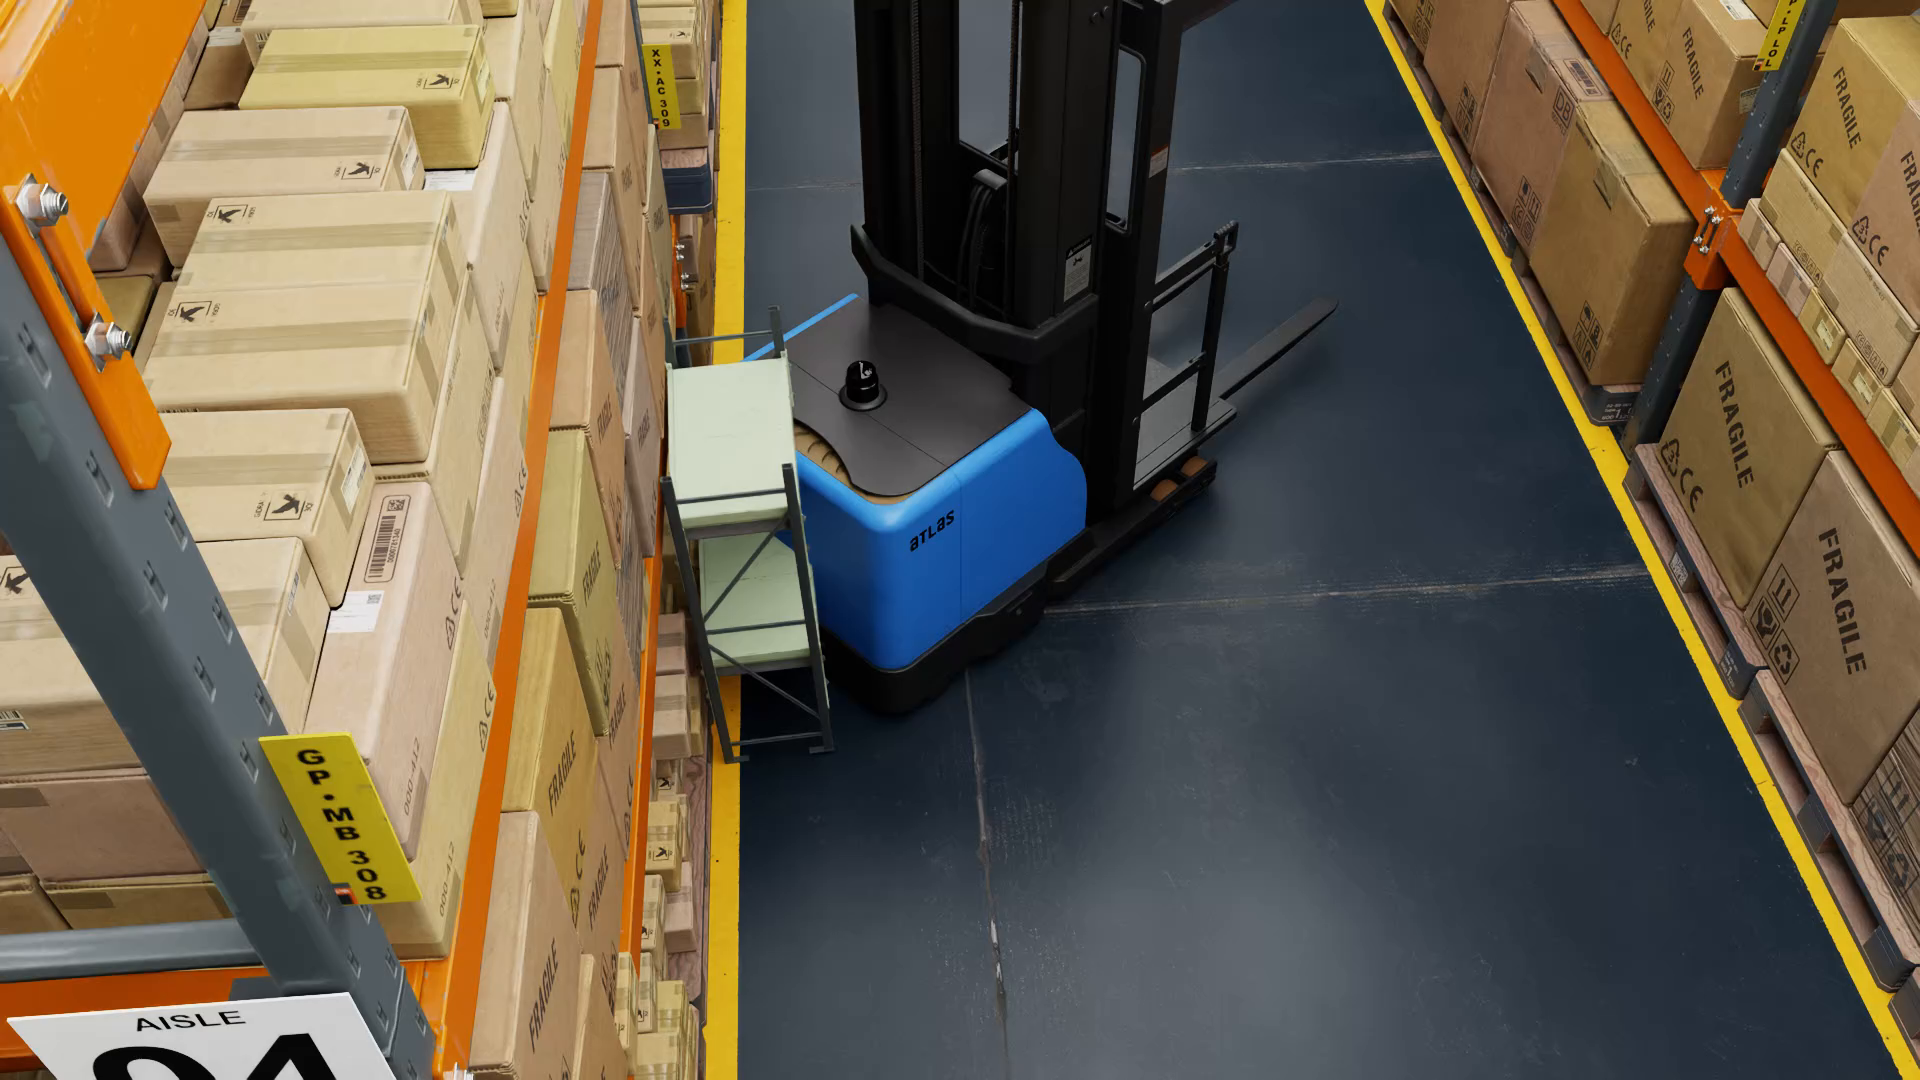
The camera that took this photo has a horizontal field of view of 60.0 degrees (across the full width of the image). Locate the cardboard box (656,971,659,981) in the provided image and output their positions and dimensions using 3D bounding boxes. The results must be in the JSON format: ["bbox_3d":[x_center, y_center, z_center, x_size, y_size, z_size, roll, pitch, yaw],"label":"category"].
[{"bbox_3d":[-1.122,1.269,5.088,0.380,0.149,0.250,-6,47,-5],"label":"cardboard box"}]

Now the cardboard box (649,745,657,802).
[{"bbox_3d":[-1.180,0.786,5.340,0.380,0.149,0.250,-3,47,-3],"label":"cardboard box"}]

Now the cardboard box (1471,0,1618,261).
[{"bbox_3d":[3.239,-1.963,7.854,1.225,0.875,0.875,-5,47,-5],"label":"cardboard box"}]

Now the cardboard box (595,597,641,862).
[{"bbox_3d":[-1.089,0.463,4.109,0.500,0.500,0.500,-3,47,-3],"label":"cardboard box"}]

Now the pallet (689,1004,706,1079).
[{"bbox_3d":[-1.267,1.996,4.851,1.003,0.211,1.213,-3,47,-3],"label":"pallet"}]

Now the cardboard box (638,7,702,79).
[{"bbox_3d":[-1.138,-1.788,5.988,0.380,0.149,0.250,-1,47,-1],"label":"cardboard box"}]

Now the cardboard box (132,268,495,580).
[{"bbox_3d":[-1.051,-0.181,2.685,0.500,0.250,0.500,-4,47,-4],"label":"cardboard box"}]

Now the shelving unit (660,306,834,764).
[{"bbox_3d":[-0.730,0.023,5.801,0.431,1.500,0.755,-6,49,-4],"label":"shelving unit"}]

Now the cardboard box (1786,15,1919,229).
[{"bbox_3d":[3.173,-1.387,5.516,0.500,0.500,0.500,-3,47,-3],"label":"cardboard box"}]

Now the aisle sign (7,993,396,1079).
[{"bbox_3d":[-0.923,0.822,2.251,0.394,0.787,0.004,-3,47,-3],"label":"aisle sign"}]

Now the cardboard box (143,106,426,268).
[{"bbox_3d":[-1.128,-0.598,2.805,0.380,0.149,0.250,-2,47,-2],"label":"cardboard box"}]

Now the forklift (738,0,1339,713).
[{"bbox_3d":[0.440,-1.334,6.131,1.130,2.935,3.031,35,56,29],"label":"forklift"}]

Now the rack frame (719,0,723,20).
[{"bbox_3d":[-1.898,-4.106,8.710,1.000,3.000,0.127,-3,47,-3],"label":"rack frame"}]

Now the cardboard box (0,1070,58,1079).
[{"bbox_3d":[-1.514,0.885,3.020,0.500,0.500,0.500,-4,47,-4],"label":"cardboard box"}]

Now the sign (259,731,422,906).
[{"bbox_3d":[-0.688,0.317,1.853,0.100,0.325,0.005,-3,47,-3],"label":"sign"}]

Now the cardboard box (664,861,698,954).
[{"bbox_3d":[-1.047,1.200,5.359,0.380,0.149,0.250,-6,47,-5],"label":"cardboard box"}]

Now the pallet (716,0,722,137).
[{"bbox_3d":[-1.834,-2.582,9.186,1.003,0.211,1.213,-3,47,-3],"label":"pallet"}]

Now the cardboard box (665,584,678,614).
[{"bbox_3d":[-1.222,0.305,6.001,0.380,0.149,0.250,-3,47,-3],"label":"cardboard box"}]

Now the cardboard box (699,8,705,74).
[{"bbox_3d":[-1.161,-1.873,6.273,0.380,0.149,0.250,-4,47,-4],"label":"cardboard box"}]

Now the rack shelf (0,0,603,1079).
[{"bbox_3d":[-1.396,-0.549,3.770,1.077,0.370,4.000,-3,47,-3],"label":"rack shelf"}]

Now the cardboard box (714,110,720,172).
[{"bbox_3d":[-1.482,-2.173,8.311,0.500,0.500,0.500,-5,47,-5],"label":"cardboard box"}]

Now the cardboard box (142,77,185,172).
[{"bbox_3d":[-1.625,-0.758,2.957,0.380,0.149,0.250,-3,47,-2],"label":"cardboard box"}]

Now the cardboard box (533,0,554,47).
[{"bbox_3d":[-1.191,-1.292,3.737,0.500,0.250,0.500,-2,47,-2],"label":"cardboard box"}]

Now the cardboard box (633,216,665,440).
[{"bbox_3d":[-1.199,-0.640,5.153,0.500,0.500,0.500,-5,47,-4],"label":"cardboard box"}]

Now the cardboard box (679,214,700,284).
[{"bbox_3d":[-1.362,-1.306,6.973,0.500,0.250,0.500,-5,47,-5],"label":"cardboard box"}]

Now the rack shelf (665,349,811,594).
[{"bbox_3d":[-0.740,-0.235,5.509,0.431,0.370,0.720,-6,49,-4],"label":"rack shelf"}]

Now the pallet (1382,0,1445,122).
[{"bbox_3d":[3.044,-2.801,9.394,1.003,0.211,1.213,-3,47,-3],"label":"pallet"}]

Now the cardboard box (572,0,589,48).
[{"bbox_3d":[-1.223,-1.492,4.271,0.500,0.250,0.500,-4,47,-3],"label":"cardboard box"}]

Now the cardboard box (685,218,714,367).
[{"bbox_3d":[-1.361,-1.048,7.245,0.500,0.500,0.500,-2,47,-2],"label":"cardboard box"}]

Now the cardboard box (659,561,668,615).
[{"bbox_3d":[-1.241,0.215,5.881,0.380,0.149,0.250,-2,47,-2],"label":"cardboard box"}]

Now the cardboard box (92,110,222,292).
[{"bbox_3d":[-1.605,-0.529,3.014,0.500,0.250,0.500,-3,47,-3],"label":"cardboard box"}]

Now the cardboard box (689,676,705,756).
[{"bbox_3d":[-1.104,0.635,5.893,0.380,0.149,0.250,-4,47,-3],"label":"cardboard box"}]

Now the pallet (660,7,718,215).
[{"bbox_3d":[-1.482,-1.708,6.570,1.003,0.211,1.213,-3,47,-3],"label":"pallet"}]

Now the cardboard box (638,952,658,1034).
[{"bbox_3d":[-1.073,1.357,4.800,0.380,0.149,0.250,-6,47,-5],"label":"cardboard box"}]

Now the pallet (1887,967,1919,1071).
[{"bbox_3d":[3.578,1.839,5.000,1.003,0.211,1.213,-3,47,-3],"label":"pallet"}]

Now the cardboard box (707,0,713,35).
[{"bbox_3d":[-1.204,-2.146,6.737,0.380,0.149,0.250,-3,47,-3],"label":"cardboard box"}]

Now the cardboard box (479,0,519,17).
[{"bbox_3d":[-1.089,-1.175,3.352,0.380,0.149,0.250,-4,47,-4],"label":"cardboard box"}]

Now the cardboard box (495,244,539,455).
[{"bbox_3d":[-1.107,-0.392,3.229,0.500,0.250,0.500,-5,47,-5],"label":"cardboard box"}]

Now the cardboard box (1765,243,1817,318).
[{"bbox_3d":[3.103,-0.930,5.874,0.380,0.149,0.250,-5,47,-5],"label":"cardboard box"}]

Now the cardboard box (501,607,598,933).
[{"bbox_3d":[-1.050,0.496,3.389,0.500,0.500,0.500,-2,47,-2],"label":"cardboard box"}]

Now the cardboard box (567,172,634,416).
[{"bbox_3d":[-1.177,-0.624,4.449,0.500,0.500,0.500,-2,47,-2],"label":"cardboard box"}]

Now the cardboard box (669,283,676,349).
[{"bbox_3d":[-1.176,-0.754,5.707,0.380,0.149,0.250,-5,47,-4],"label":"cardboard box"}]

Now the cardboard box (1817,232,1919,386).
[{"bbox_3d":[3.203,-0.775,5.453,0.500,0.250,0.500,-4,47,-3],"label":"cardboard box"}]

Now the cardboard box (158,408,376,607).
[{"bbox_3d":[-1.032,-0.041,2.278,0.380,0.149,0.250,-2,47,-2],"label":"cardboard box"}]

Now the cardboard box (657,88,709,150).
[{"bbox_3d":[-1.138,-1.583,6.204,0.380,0.149,0.250,-6,47,-5],"label":"cardboard box"}]

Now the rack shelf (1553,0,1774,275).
[{"bbox_3d":[3.220,-2.640,7.817,1.077,0.370,4.000,-3,47,-3],"label":"rack shelf"}]

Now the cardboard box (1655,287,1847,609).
[{"bbox_3d":[3.363,-0.372,6.347,0.875,0.875,0.875,-3,47,-3],"label":"cardboard box"}]

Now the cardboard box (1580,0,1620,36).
[{"bbox_3d":[2.991,-2.533,7.151,0.500,0.500,0.500,-4,47,-4],"label":"cardboard box"}]

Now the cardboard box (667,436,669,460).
[{"bbox_3d":[-1.274,-0.339,6.406,0.380,0.149,0.250,-2,47,-2],"label":"cardboard box"}]

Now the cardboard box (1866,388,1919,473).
[{"bbox_3d":[3.171,-0.364,5.339,0.380,0.149,0.250,-4,47,-4],"label":"cardboard box"}]
